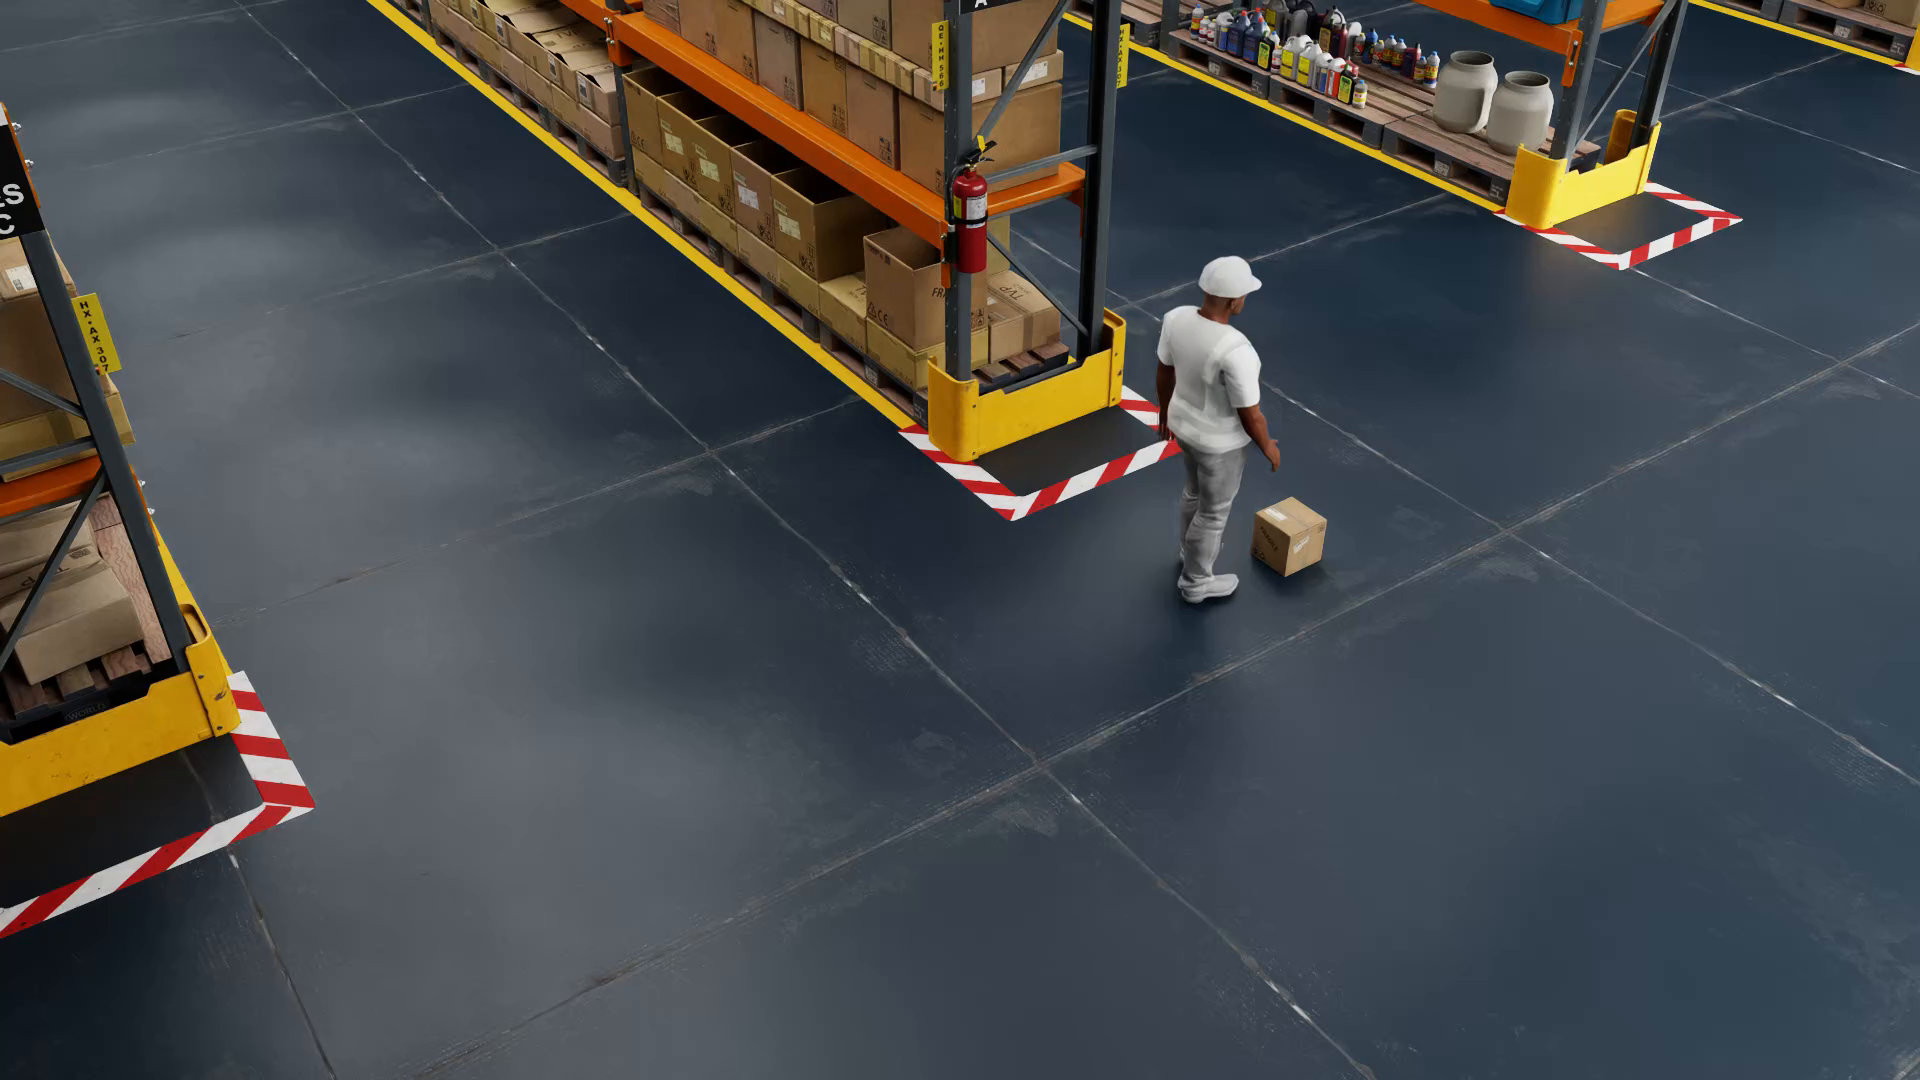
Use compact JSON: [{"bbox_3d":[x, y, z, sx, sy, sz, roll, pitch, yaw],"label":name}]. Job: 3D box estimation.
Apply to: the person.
[{"bbox_3d":[1.213,-0.503,7.661,0.519,1.802,0.612,-19,40,-24],"label":"person"}]
